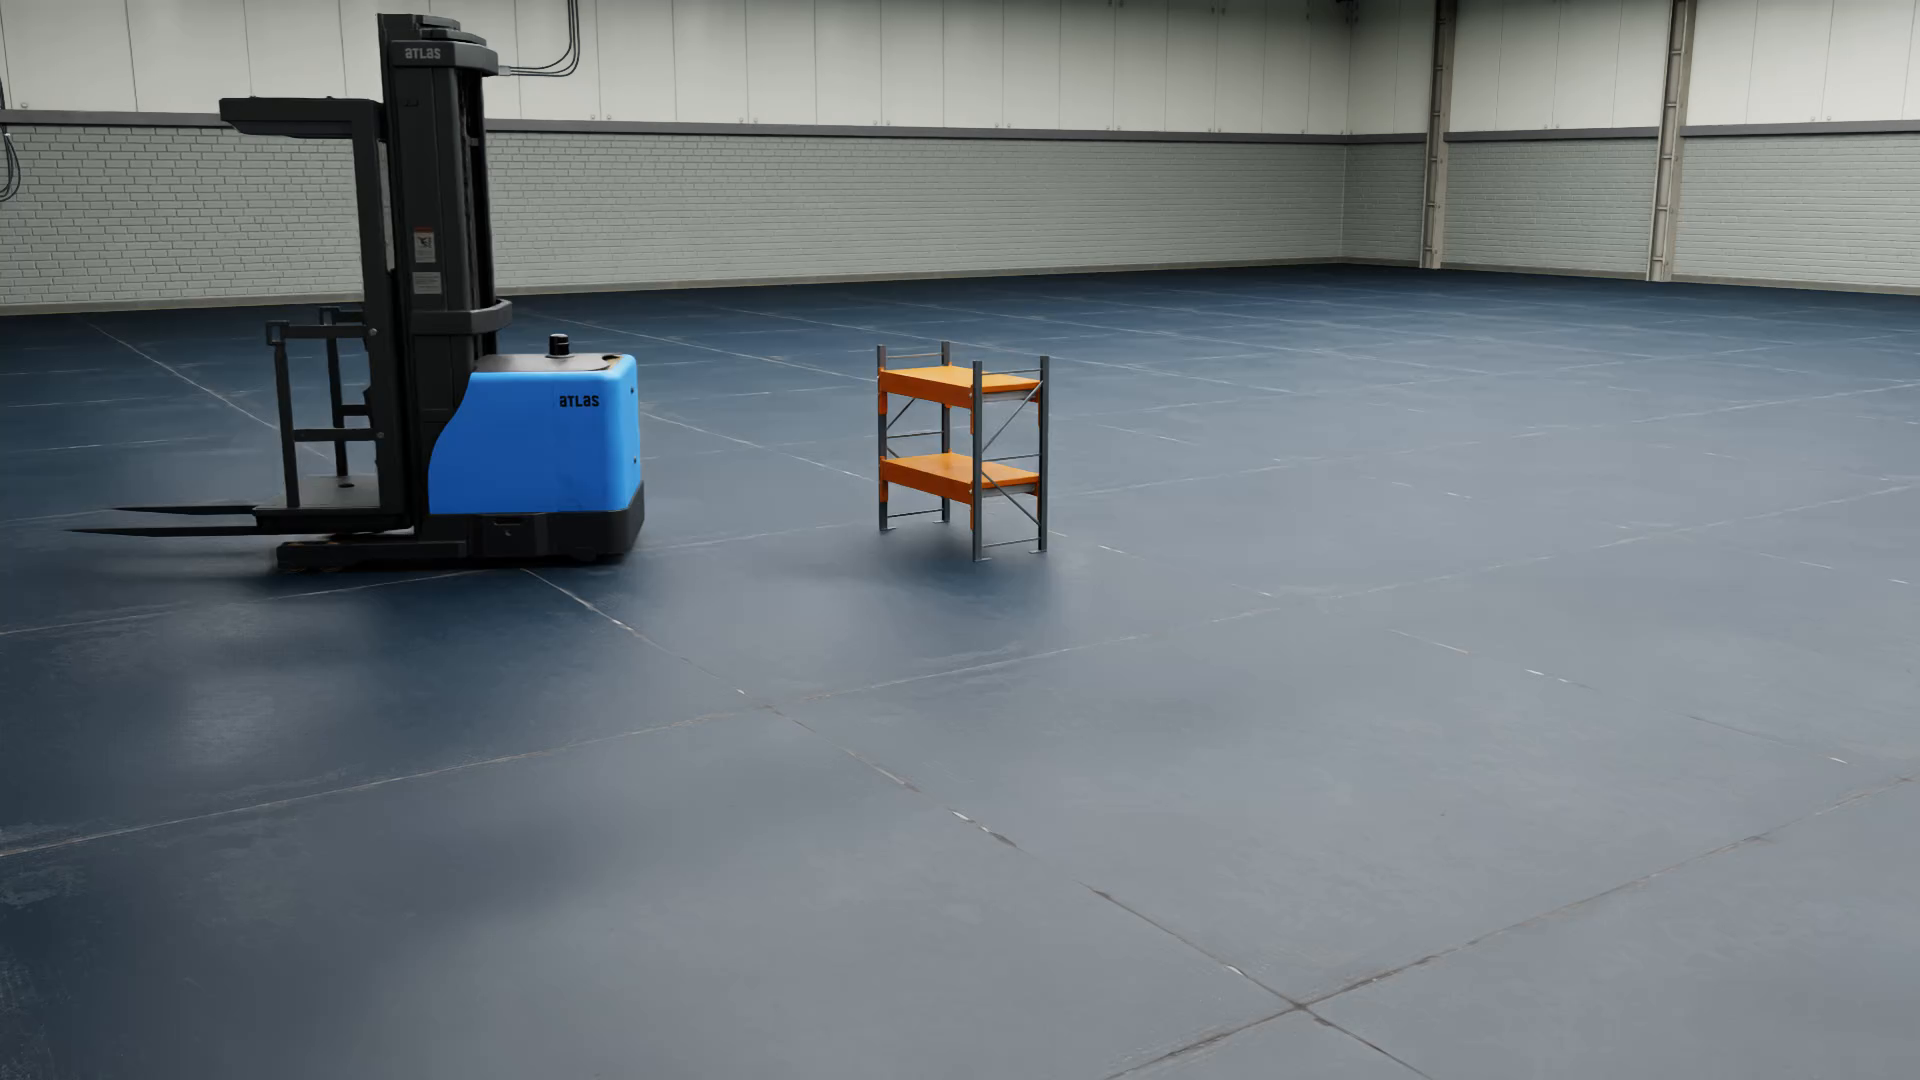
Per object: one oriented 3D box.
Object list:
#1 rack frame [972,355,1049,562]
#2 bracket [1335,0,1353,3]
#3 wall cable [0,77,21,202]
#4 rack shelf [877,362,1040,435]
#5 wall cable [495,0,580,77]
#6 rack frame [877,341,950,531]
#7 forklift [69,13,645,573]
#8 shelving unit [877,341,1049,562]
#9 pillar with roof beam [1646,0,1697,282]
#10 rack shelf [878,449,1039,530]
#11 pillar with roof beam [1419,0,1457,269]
[{"bbox_3d":[0.285,-0.458,9.323,0.500,1.125,0.032,-8,15,-33],"label":"rack frame"},{"bbox_3d":[9.214,-12.999,39.816,0.235,0.232,0.430,-8,15,-33],"label":"bracket"},{"bbox_3d":[-15.702,-6.223,24.522,3.097,2.526,0.112,-8,15,-33],"label":"wall cable"},{"bbox_3d":[0.004,-0.834,9.674,0.538,0.278,1.000,-8,15,-33],"label":"rack shelf"},{"bbox_3d":[-7.790,-10.522,28.952,2.305,6.003,0.169,-8,15,-33],"label":"wall cable"},{"bbox_3d":[-0.278,-0.639,10.150,0.500,1.125,0.032,-8,15,-33],"label":"rack frame"},{"bbox_3d":[-3.384,-1.369,9.260,3.031,2.935,1.130,-1,12,-5],"label":"forklift"},{"bbox_3d":[0.004,-0.548,9.736,0.538,1.125,1.048,-8,15,-33],"label":"shelving unit"},{"bbox_3d":[10.793,-9.211,30.918,9.100,9.000,0.400,-8,15,-33],"label":"pillar with roof beam"},{"bbox_3d":[0.004,-0.309,9.788,0.538,0.278,1.000,-8,15,-33],"label":"rack shelf"},{"bbox_3d":[7.469,-10.278,35.798,9.100,9.000,0.548,-8,15,-33],"label":"pillar with roof beam"}]
